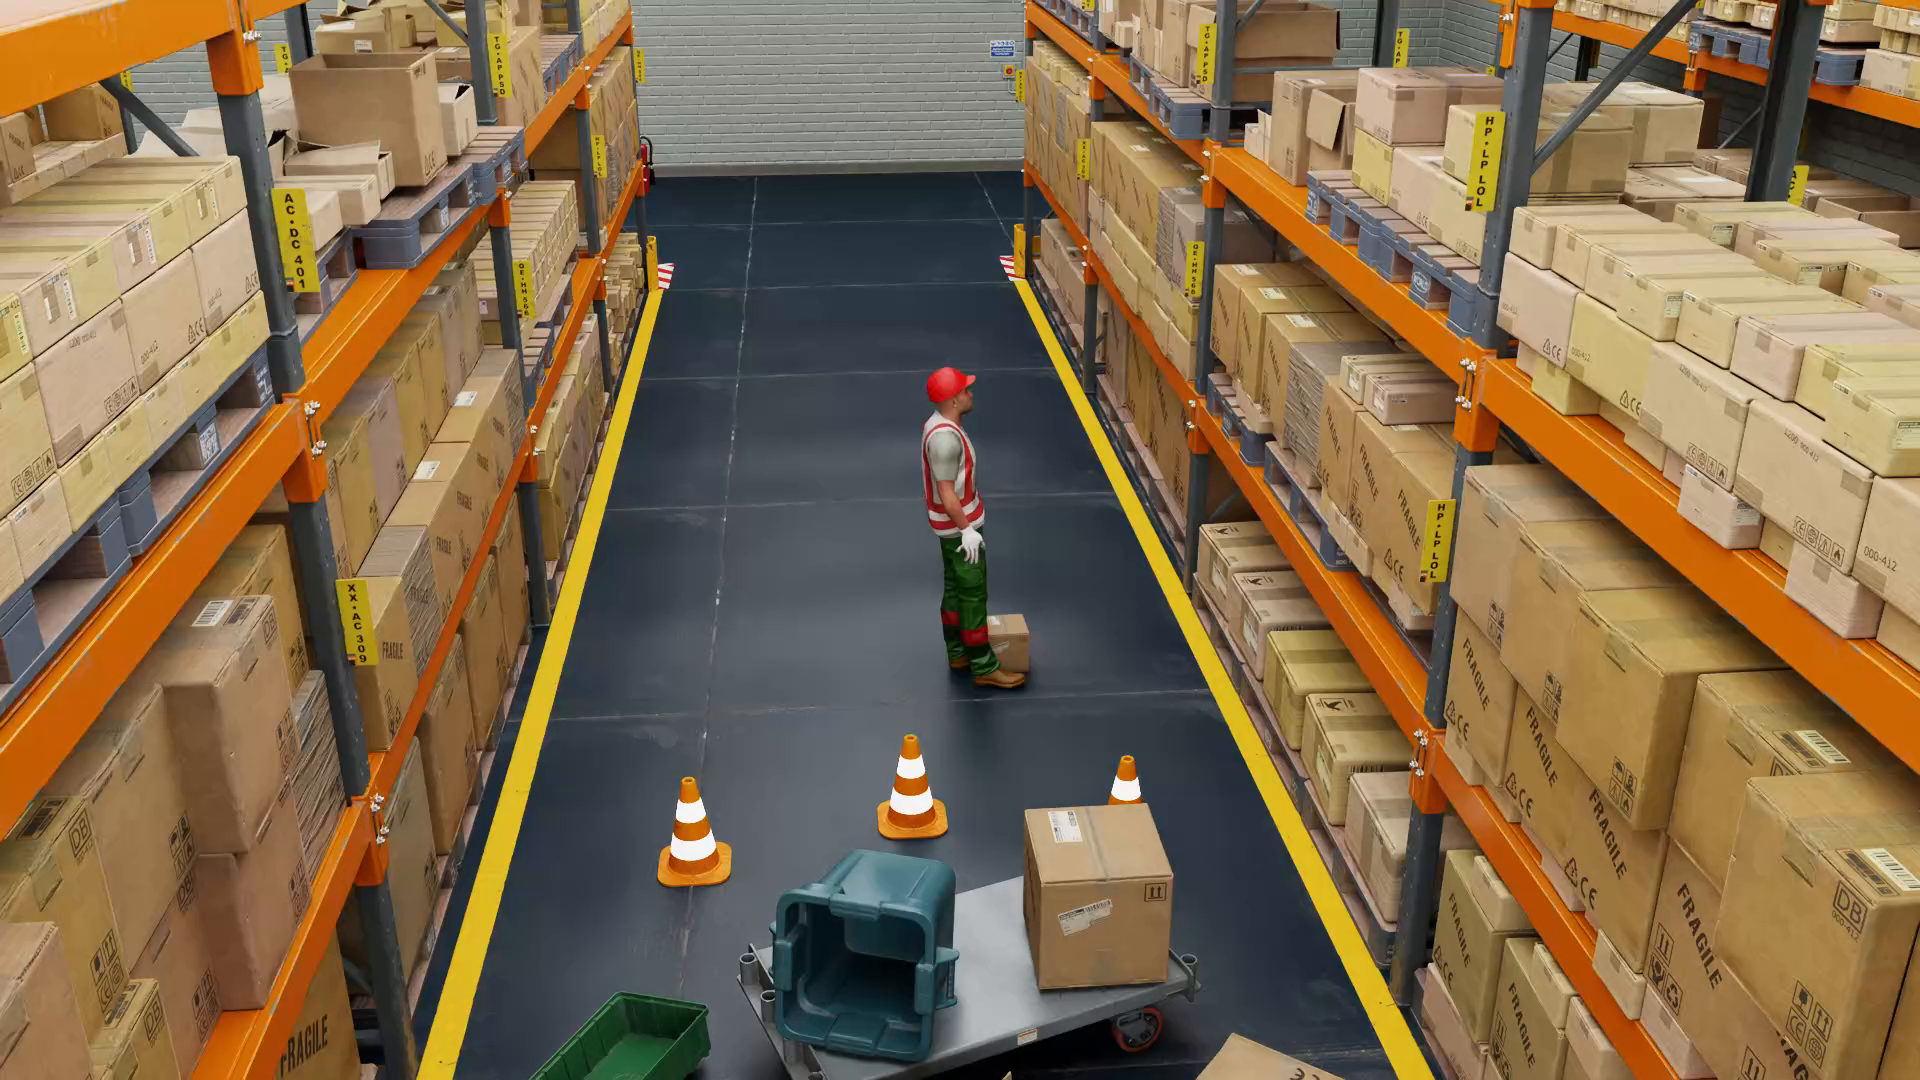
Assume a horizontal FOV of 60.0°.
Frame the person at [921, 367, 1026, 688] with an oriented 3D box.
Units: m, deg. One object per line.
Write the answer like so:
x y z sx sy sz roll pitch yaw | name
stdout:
0.069 -0.091 9.254 0.565 1.787 0.638 -2 24 -5 | person
